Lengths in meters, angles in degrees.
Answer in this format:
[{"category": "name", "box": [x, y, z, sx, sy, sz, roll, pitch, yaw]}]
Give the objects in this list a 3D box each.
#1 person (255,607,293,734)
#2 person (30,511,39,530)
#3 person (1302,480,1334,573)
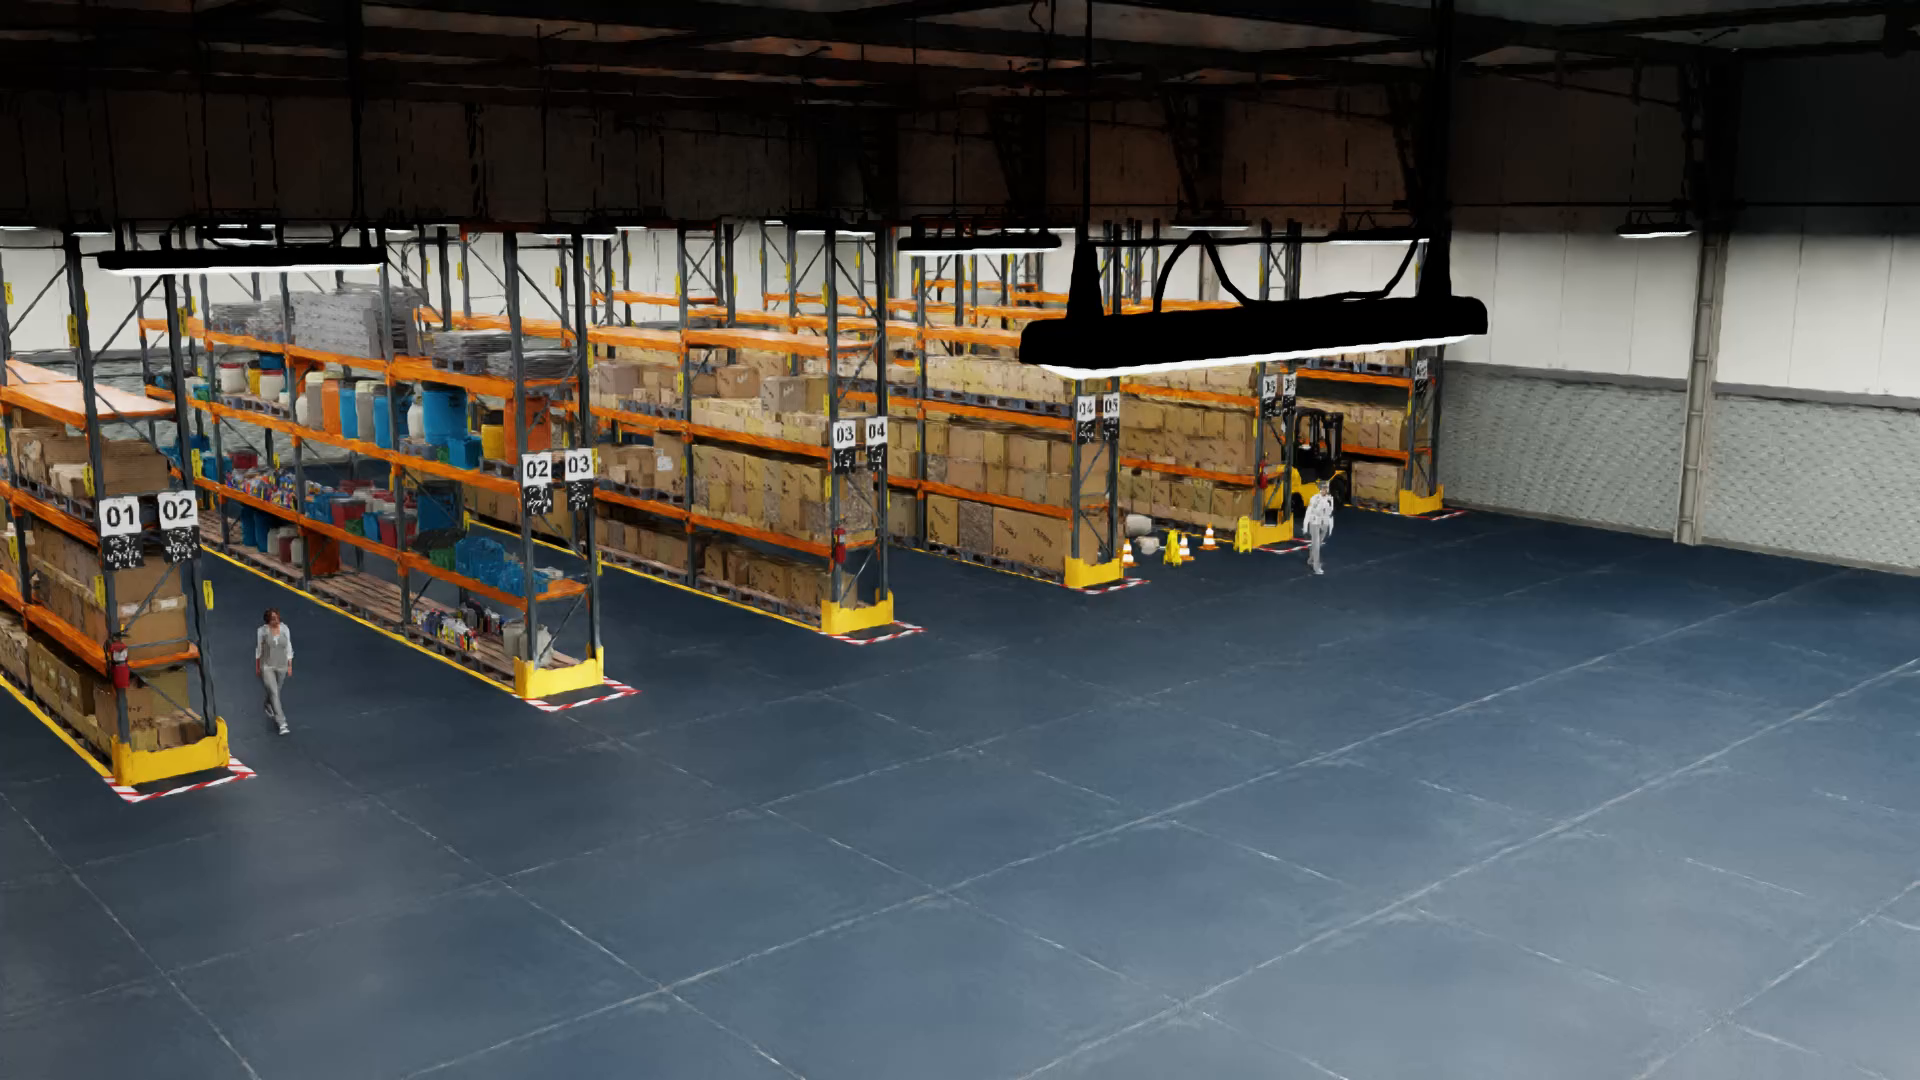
[{"category": "person", "box": [-8.368, 1.538, 20.344, 0.415, 1.517, 1.041, -11, 16, -43]}, {"category": "person", "box": [-17.192, -0.734, 31.110, 0.552, 1.709, 1.122, -9, 15, -39]}, {"category": "person", "box": [6.298, -0.268, 29.069, 0.525, 1.622, 0.930, -4, 12, -17]}]
